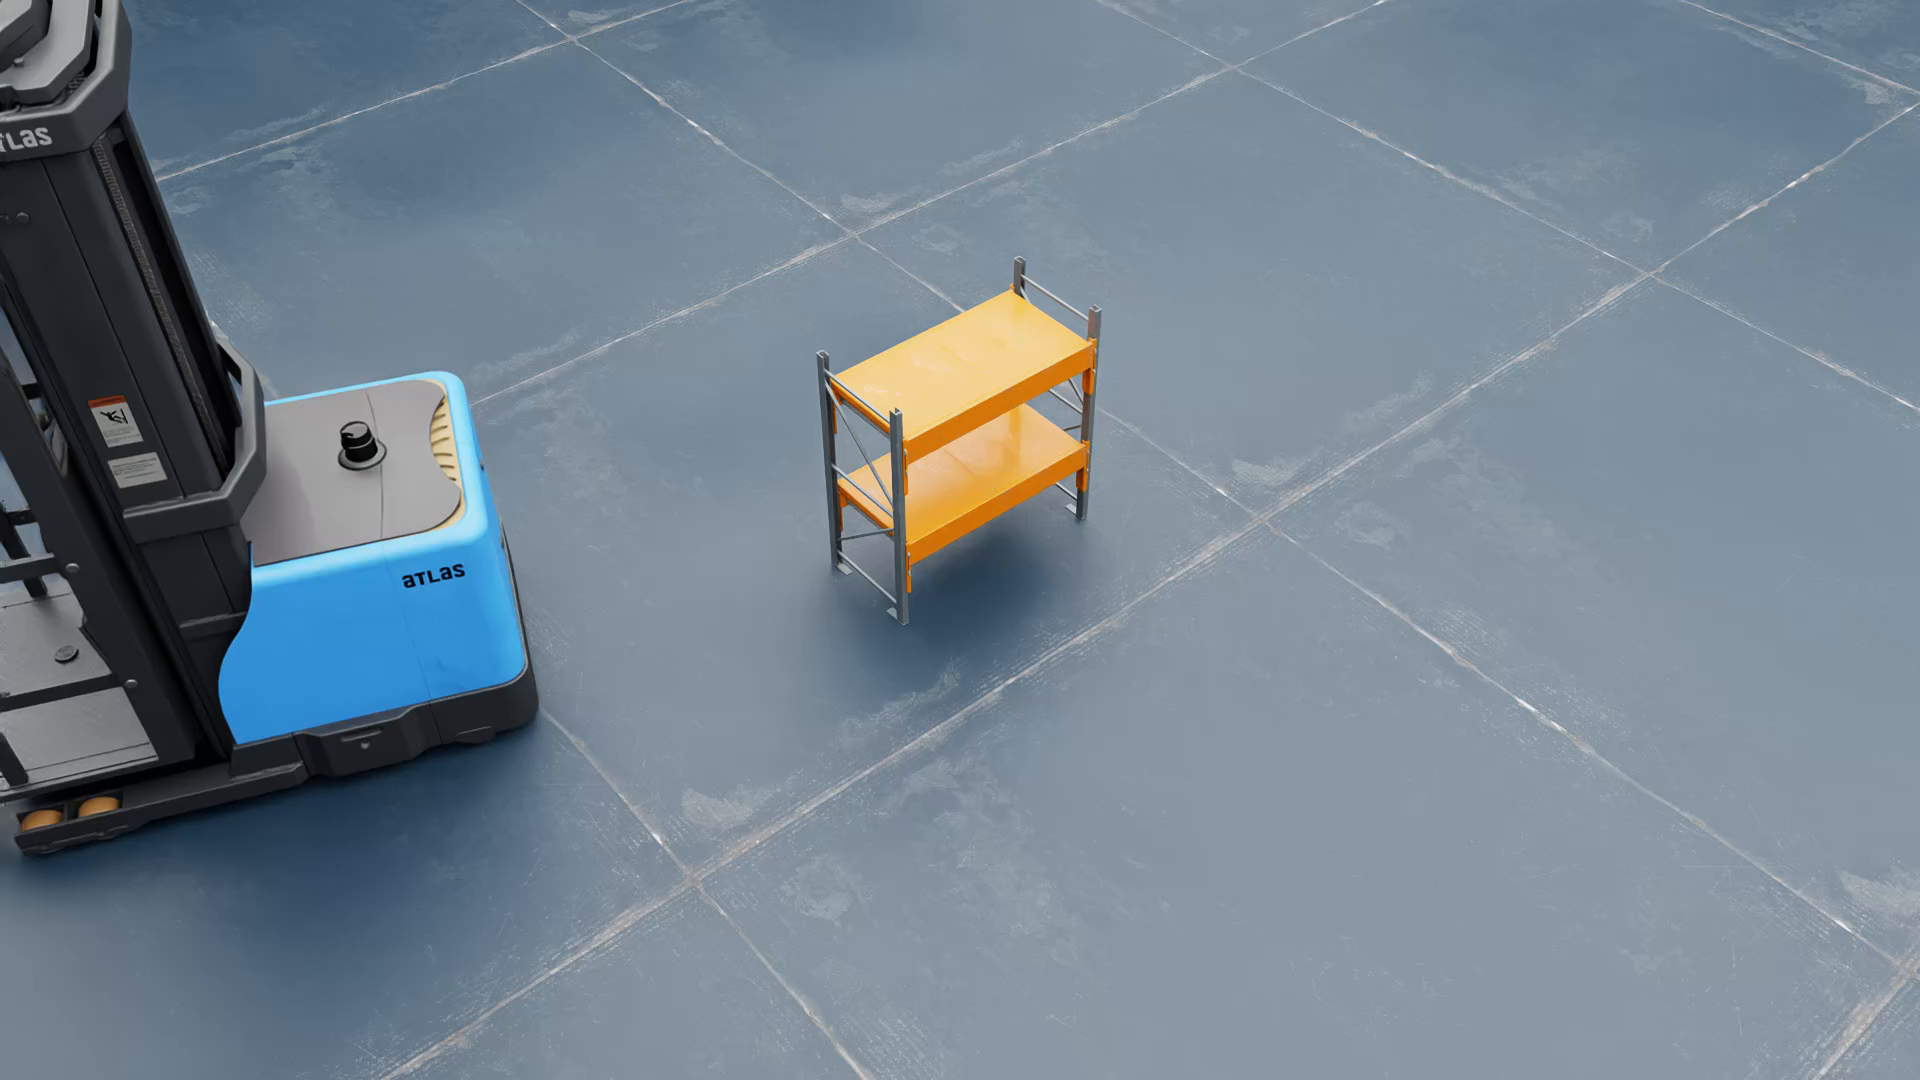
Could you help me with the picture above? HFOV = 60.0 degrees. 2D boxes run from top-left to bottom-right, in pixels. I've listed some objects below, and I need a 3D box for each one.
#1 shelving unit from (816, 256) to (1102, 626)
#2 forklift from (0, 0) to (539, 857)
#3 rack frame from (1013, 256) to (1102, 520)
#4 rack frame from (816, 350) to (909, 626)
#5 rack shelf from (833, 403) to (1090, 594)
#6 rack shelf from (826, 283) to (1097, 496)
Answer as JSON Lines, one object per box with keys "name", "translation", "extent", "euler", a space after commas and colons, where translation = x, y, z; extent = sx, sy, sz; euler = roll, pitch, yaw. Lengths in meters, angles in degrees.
{"name": "shelving unit", "translation": [0.005, -0.413, 6.922], "extent": [1.048, 1.125, 0.538], "euler": [-30, 51, -28]}
{"name": "forklift", "translation": [-3.222, -0.331, 5.515], "extent": [3.031, 2.935, 1.130], "euler": [-13, 45, -13]}
{"name": "rack frame", "translation": [0.395, -0.636, 7.159], "extent": [0.032, 1.125, 0.500], "euler": [-30, 51, -28]}
{"name": "rack frame", "translation": [-0.385, -0.190, 6.684], "extent": [0.032, 1.125, 0.500], "euler": [-30, 51, -28]}
{"name": "rack shelf", "translation": [0.005, -0.235, 7.089], "extent": [1.000, 0.278, 0.538], "euler": [-30, 51, -28]}
{"name": "rack shelf", "translation": [0.005, -0.626, 6.721], "extent": [1.000, 0.278, 0.538], "euler": [-30, 51, -28]}
